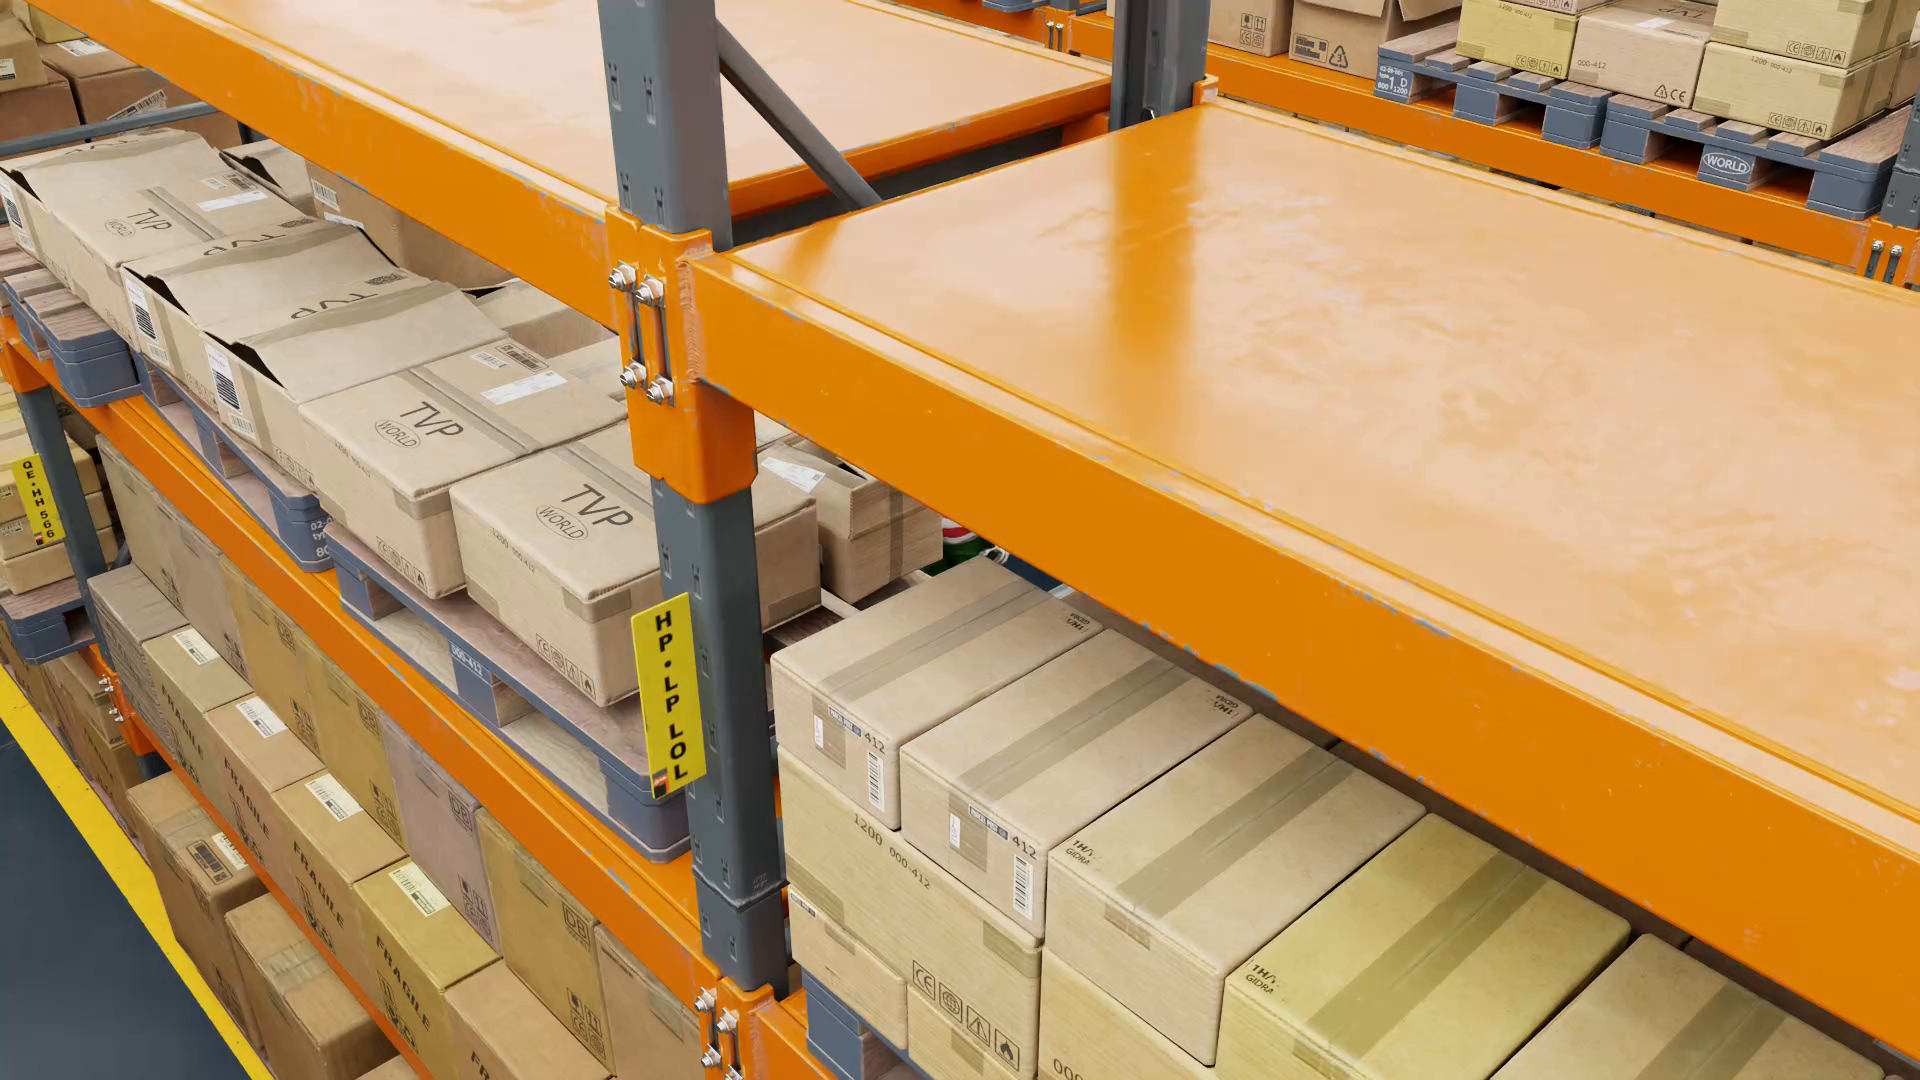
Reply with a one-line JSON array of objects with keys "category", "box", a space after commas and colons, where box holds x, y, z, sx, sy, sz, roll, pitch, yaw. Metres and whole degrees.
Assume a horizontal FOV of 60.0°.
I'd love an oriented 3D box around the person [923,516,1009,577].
[{"category": "person", "box": [0.030, -0.109, 7.772, 0.561, 1.790, 0.638, -26, 40, -35]}]
